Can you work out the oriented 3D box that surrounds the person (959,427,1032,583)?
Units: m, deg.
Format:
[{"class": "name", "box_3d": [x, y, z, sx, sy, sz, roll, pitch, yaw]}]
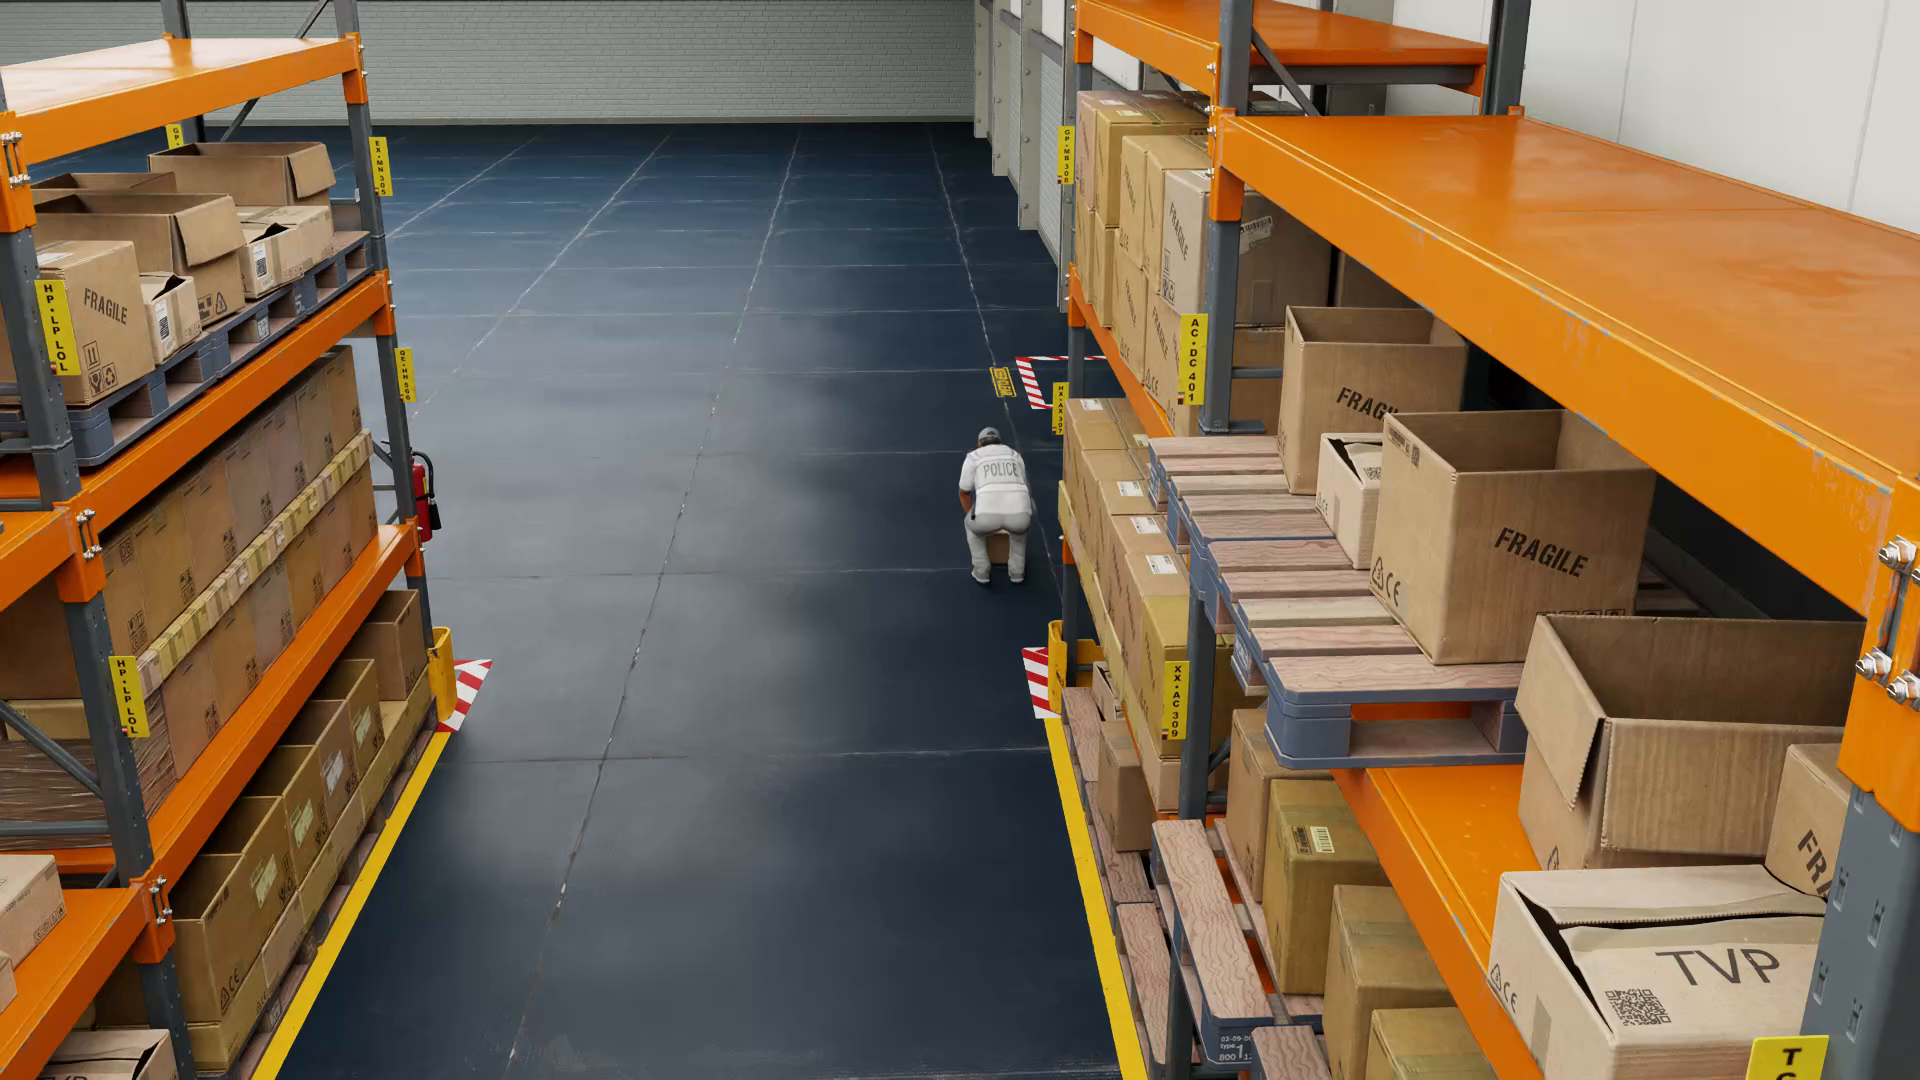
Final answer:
[{"class": "person", "box_3d": [0.266, -0.234, 12.524, 0.530, 1.094, 0.833, -1, 21, -3]}]
